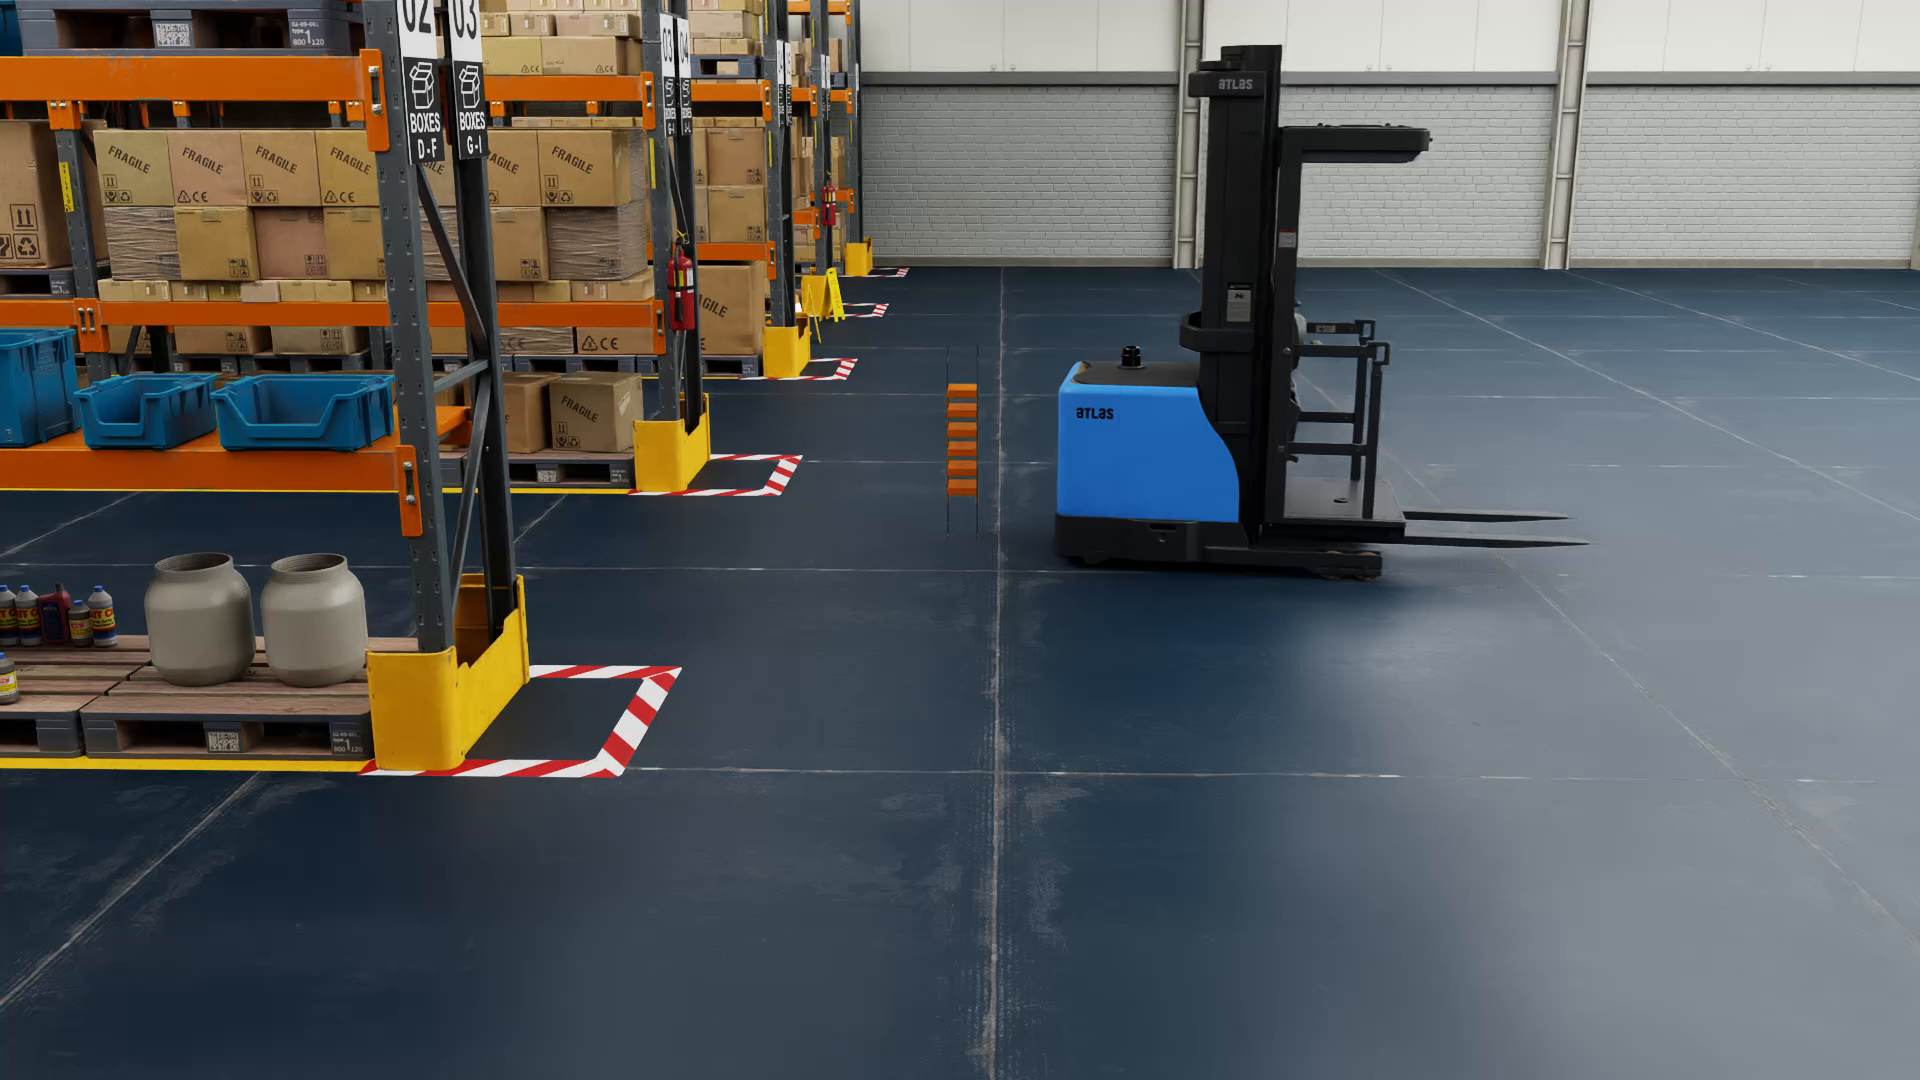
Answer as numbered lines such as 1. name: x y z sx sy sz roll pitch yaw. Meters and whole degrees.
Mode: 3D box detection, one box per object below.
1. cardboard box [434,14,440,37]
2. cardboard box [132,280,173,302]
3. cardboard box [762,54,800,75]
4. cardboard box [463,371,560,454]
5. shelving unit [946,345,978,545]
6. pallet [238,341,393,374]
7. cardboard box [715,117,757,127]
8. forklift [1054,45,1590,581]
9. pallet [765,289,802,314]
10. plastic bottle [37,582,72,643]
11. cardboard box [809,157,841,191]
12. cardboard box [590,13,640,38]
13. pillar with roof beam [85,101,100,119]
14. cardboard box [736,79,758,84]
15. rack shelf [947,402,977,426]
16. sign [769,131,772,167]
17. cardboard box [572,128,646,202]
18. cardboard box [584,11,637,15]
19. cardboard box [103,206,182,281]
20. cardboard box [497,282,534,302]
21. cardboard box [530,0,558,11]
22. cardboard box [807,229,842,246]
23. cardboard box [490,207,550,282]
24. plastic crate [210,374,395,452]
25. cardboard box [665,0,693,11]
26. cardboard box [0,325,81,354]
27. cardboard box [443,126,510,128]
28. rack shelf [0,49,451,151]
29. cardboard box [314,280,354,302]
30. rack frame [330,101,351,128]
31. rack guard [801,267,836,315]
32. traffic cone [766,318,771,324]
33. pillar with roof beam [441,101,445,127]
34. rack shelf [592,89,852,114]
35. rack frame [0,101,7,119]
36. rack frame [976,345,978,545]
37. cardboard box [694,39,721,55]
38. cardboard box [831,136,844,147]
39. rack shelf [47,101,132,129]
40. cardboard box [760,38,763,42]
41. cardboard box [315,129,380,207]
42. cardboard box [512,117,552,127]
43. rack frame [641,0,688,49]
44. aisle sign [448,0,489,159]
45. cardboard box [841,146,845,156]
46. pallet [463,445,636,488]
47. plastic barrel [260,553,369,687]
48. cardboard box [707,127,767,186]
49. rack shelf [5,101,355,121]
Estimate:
1. cardboard box: -3.596 -3.437 11.118 0.250 0.149 0.380 0 15 -1
2. cardboard box: -5.552 -1.755 11.604 0.250 0.149 0.380 0 15 1
3. cardboard box: -2.276 -5.917 20.718 0.500 0.250 0.500 0 15 1
4. cardboard box: -3.233 -0.931 12.067 0.500 0.500 0.500 4 15 16
5. shelving unit: 0.014 -0.580 10.187 0.189 1.200 0.258 0 15 1
6. pallet: -6.555 -1.861 16.981 1.213 0.211 1.003 0 15 1
7. cardboard box: -2.779 -5.089 21.011 0.500 0.500 0.700 1 15 2
8. forklift: 2.118 -1.328 9.628 3.031 2.935 1.130 2 15 9
9. pallet: -2.644 -3.127 21.779 1.213 0.211 1.003 0 15 1
10. plastic bottle: -4.167 0.333 7.661 0.133 0.283 0.061 1 15 2
11. cardboard box: -2.133 -5.711 25.911 0.500 0.500 0.500 0 15 0
12. cardboard box: -2.296 -3.426 11.079 0.250 0.149 0.380 0 15 1
13. pillar with roof beam: -14.413 -7.842 22.424 0.400 9.000 9.100 0 15 1
14. cardboard box: -2.635 -5.724 20.769 0.250 0.149 0.380 1 15 3
15. rack shelf: 0.014 -0.769 10.137 0.180 0.103 0.258 0 15 1
16. sign: -1.810 -3.734 15.878 0.005 0.325 0.100 0 15 1
17. cardboard box: -2.553 -2.682 11.887 0.500 0.500 0.500 0 15 1
18. cardboard box: -3.281 -4.910 15.881 0.500 0.250 0.500 0 15 1
19. cardboard box: -5.561 -2.133 11.766 0.500 0.500 0.875 0 15 1
20. cardboard box: -3.051 -1.757 11.612 0.250 0.149 0.380 0 15 1
21. cardboard box: -3.905 -5.091 15.785 0.250 0.149 0.380 0 15 1
22. cardboard box: -2.129 -4.765 26.109 0.500 0.250 0.500 0 15 1
23. cardboard box: -3.062 -2.109 11.674 0.500 0.500 0.875 0 15 1
24. plastic crate: -2.645 -0.525 6.743 0.616 0.251 0.499 0 15 1
25. cardboard box: -2.634 -5.083 15.756 0.250 0.149 0.380 1 15 2
26. cardboard box: -9.174 -2.338 16.909 0.750 0.750 1.050 0 15 1
27. cardboard box: -4.861 -3.833 16.579 0.550 0.550 0.875 0 15 1
28. rack shelf: -4.136 -1.786 6.759 4.000 0.370 1.077 0 15 1
29. cardboard box: -4.302 -1.754 11.599 0.250 0.149 0.380 0 15 1
30. rack frame: -9.632 -5.779 26.363 0.127 3.000 1.000 0 15 1
31. rack guard: -1.833 -3.253 21.688 0.348 0.500 1.175 0 15 1
32. traffic cone: -2.220 -2.908 20.455 0.334 0.463 0.336 0 15 1
33. pillar with roof beam: -8.415 -7.803 22.275 0.400 9.000 9.100 0 15 1
34. rack shelf: -3.633 -6.842 25.924 4.000 0.370 1.077 0 15 1
35. rack frame: -9.780 -3.250 16.778 0.127 3.000 1.000 0 15 1
36. rack frame: 0.106 -0.579 10.184 0.006 1.200 0.240 0 15 1
37. cardboard box: -2.376 -4.696 15.851 0.250 0.149 0.380 0 15 2
38. cardboard box: -1.964 -6.289 26.247 0.250 0.149 0.380 0 15 0
39. rack shelf: -8.008 -3.075 11.646 4.000 0.370 1.077 0 15 1
40. cardboard box: -3.104 -7.450 25.601 0.500 0.500 0.700 0 15 2
41. cardboard box: -4.066 -2.561 11.427 0.500 0.500 0.500 0 15 1
42. cardboard box: -5.322 -5.104 21.067 0.500 0.500 0.700 0 15 1
43. rack frame: -2.010 -4.834 11.023 0.127 3.000 1.000 0 15 1
44. aisle sign: -2.057 -2.002 6.951 0.004 0.787 0.394 0 15 1
45. cardboard box: -1.967 -6.157 26.329 0.250 0.149 0.380 0 15 0
46. pallet: -2.897 -0.600 12.200 1.213 0.211 1.003 0 15 1
47. plastic barrel: -2.797 0.345 7.207 0.421 0.512 0.421 0 15 0
48. cardboard box: -2.153 -3.805 16.470 0.550 0.550 0.875 0 15 1
49. rack shelf: -7.781 -4.339 16.438 4.000 0.370 1.077 0 15 1
